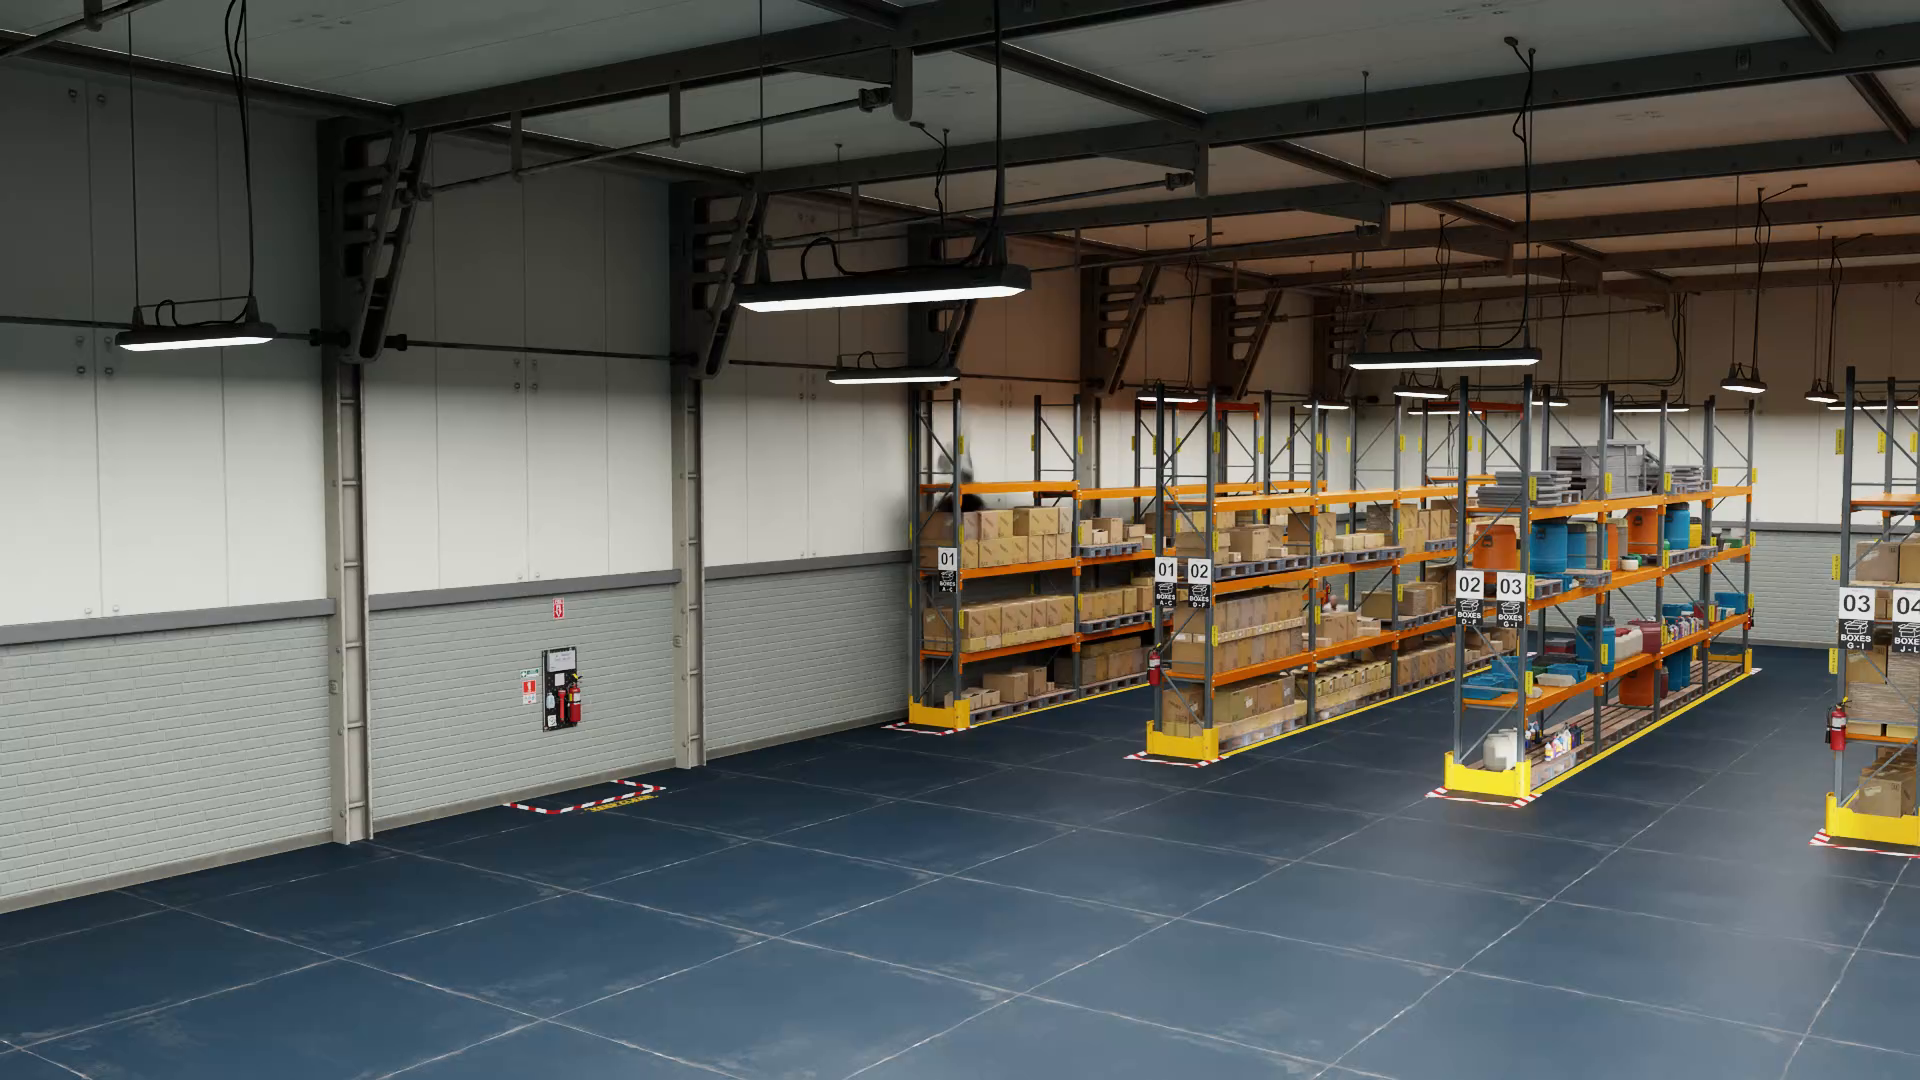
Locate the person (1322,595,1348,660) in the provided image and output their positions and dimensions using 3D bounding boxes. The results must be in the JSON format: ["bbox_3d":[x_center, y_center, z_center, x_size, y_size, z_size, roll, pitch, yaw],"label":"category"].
[{"bbox_3d":[8.393,2.065,36.922,0.703,1.713,0.797,3,4,41],"label":"person"}]
